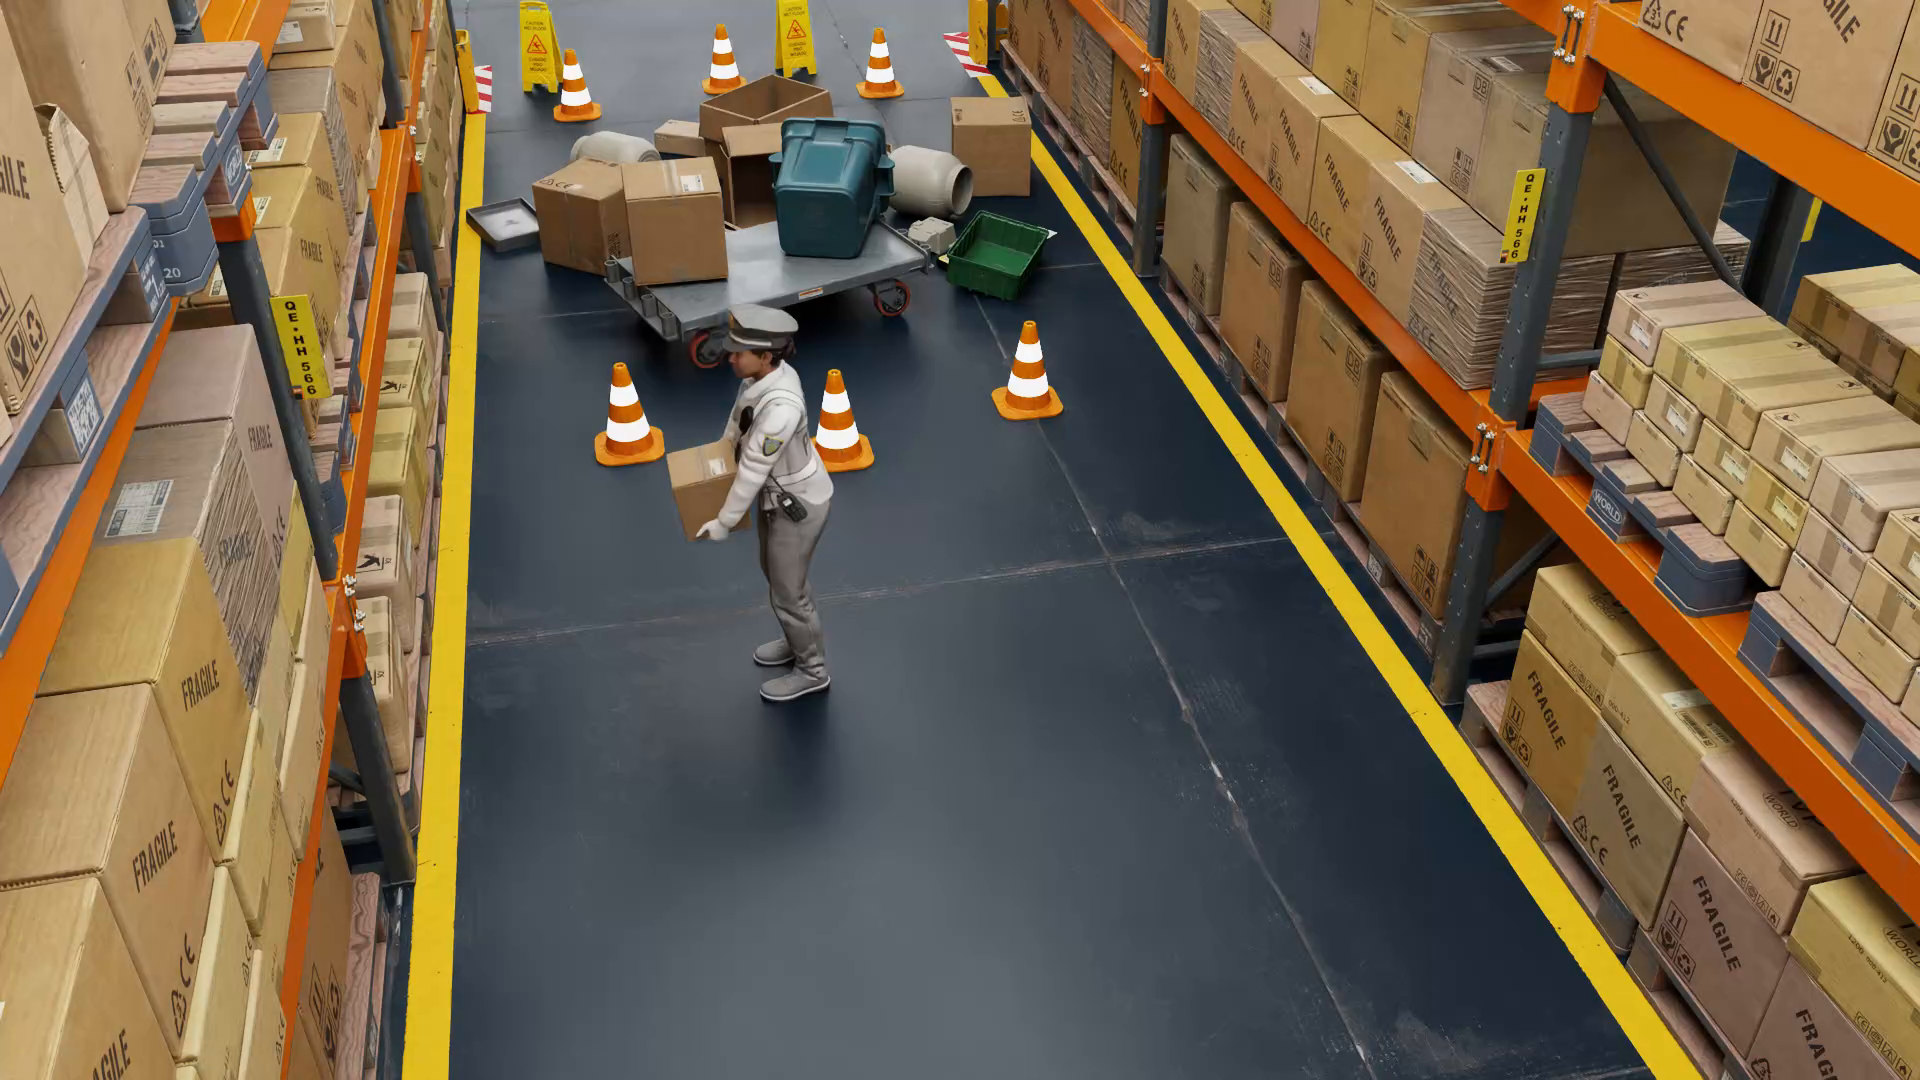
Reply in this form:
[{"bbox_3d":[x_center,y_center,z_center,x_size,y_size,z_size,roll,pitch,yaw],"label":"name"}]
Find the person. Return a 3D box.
[{"bbox_3d":[-0.749,-0.126,6.325,0.535,1.674,0.416,-8,35,-11],"label":"person"}]
